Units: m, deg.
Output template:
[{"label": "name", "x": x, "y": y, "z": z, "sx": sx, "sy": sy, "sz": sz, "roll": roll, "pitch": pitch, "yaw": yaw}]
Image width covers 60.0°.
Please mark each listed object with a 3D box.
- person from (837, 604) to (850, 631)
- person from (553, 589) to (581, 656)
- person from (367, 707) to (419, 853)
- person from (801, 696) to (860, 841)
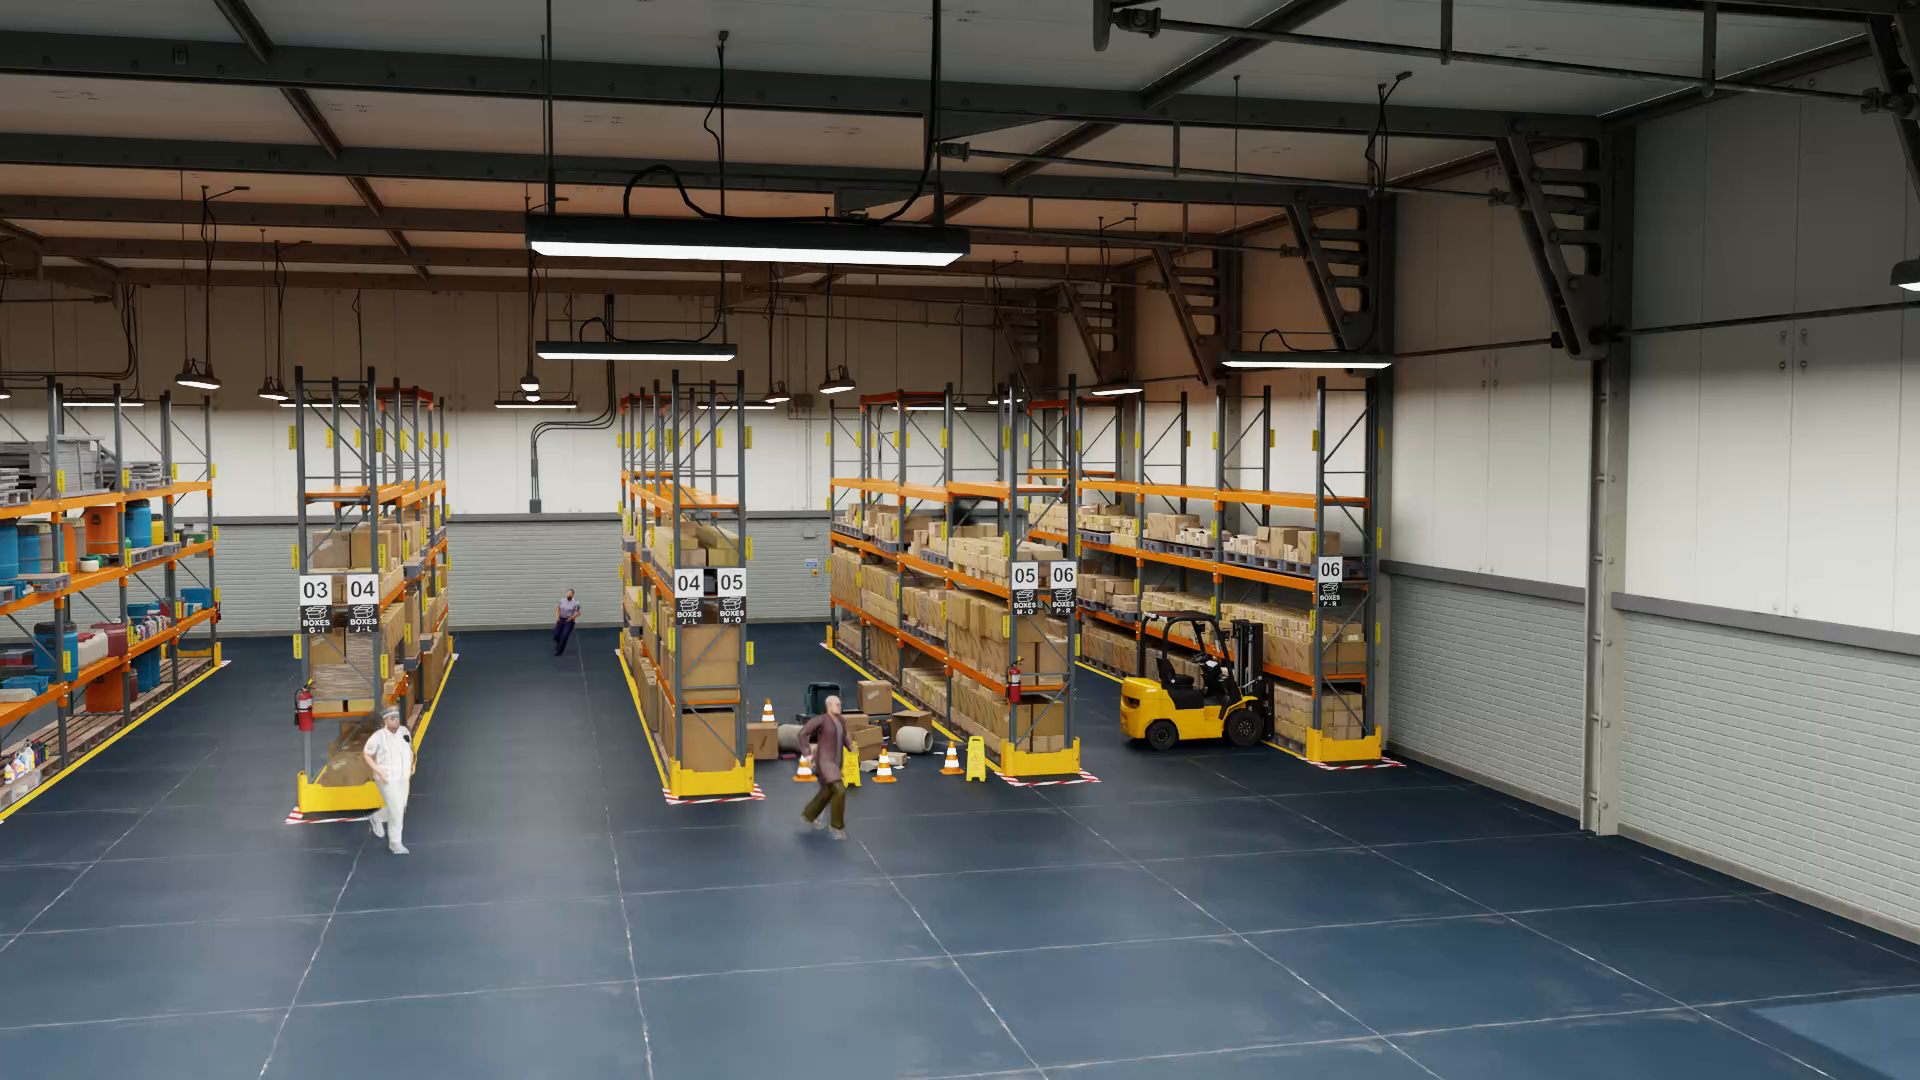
[{"label": "person", "x": -2.870, "y": 1.707, "z": 41.633, "sx": 0.784, "sy": 1.672, "sz": 0.617, "roll": 1, "pitch": 3, "yaw": 9}, {"label": "person", "x": -9.164, "y": 1.917, "z": 38.677, "sx": 0.692, "sy": 1.582, "sz": 0.551, "roll": 0, "pitch": 3, "yaw": 3}, {"label": "person", "x": -6.968, "y": 2.922, "z": 20.391, "sx": 0.699, "sy": 1.786, "sz": 0.656, "roll": 2, "pitch": 4, "yaw": 34}, {"label": "person", "x": -1.664, "y": 2.942, "z": 21.062, "sx": 0.875, "sy": 1.773, "sz": 0.709, "roll": 2, "pitch": 4, "yaw": 29}]
